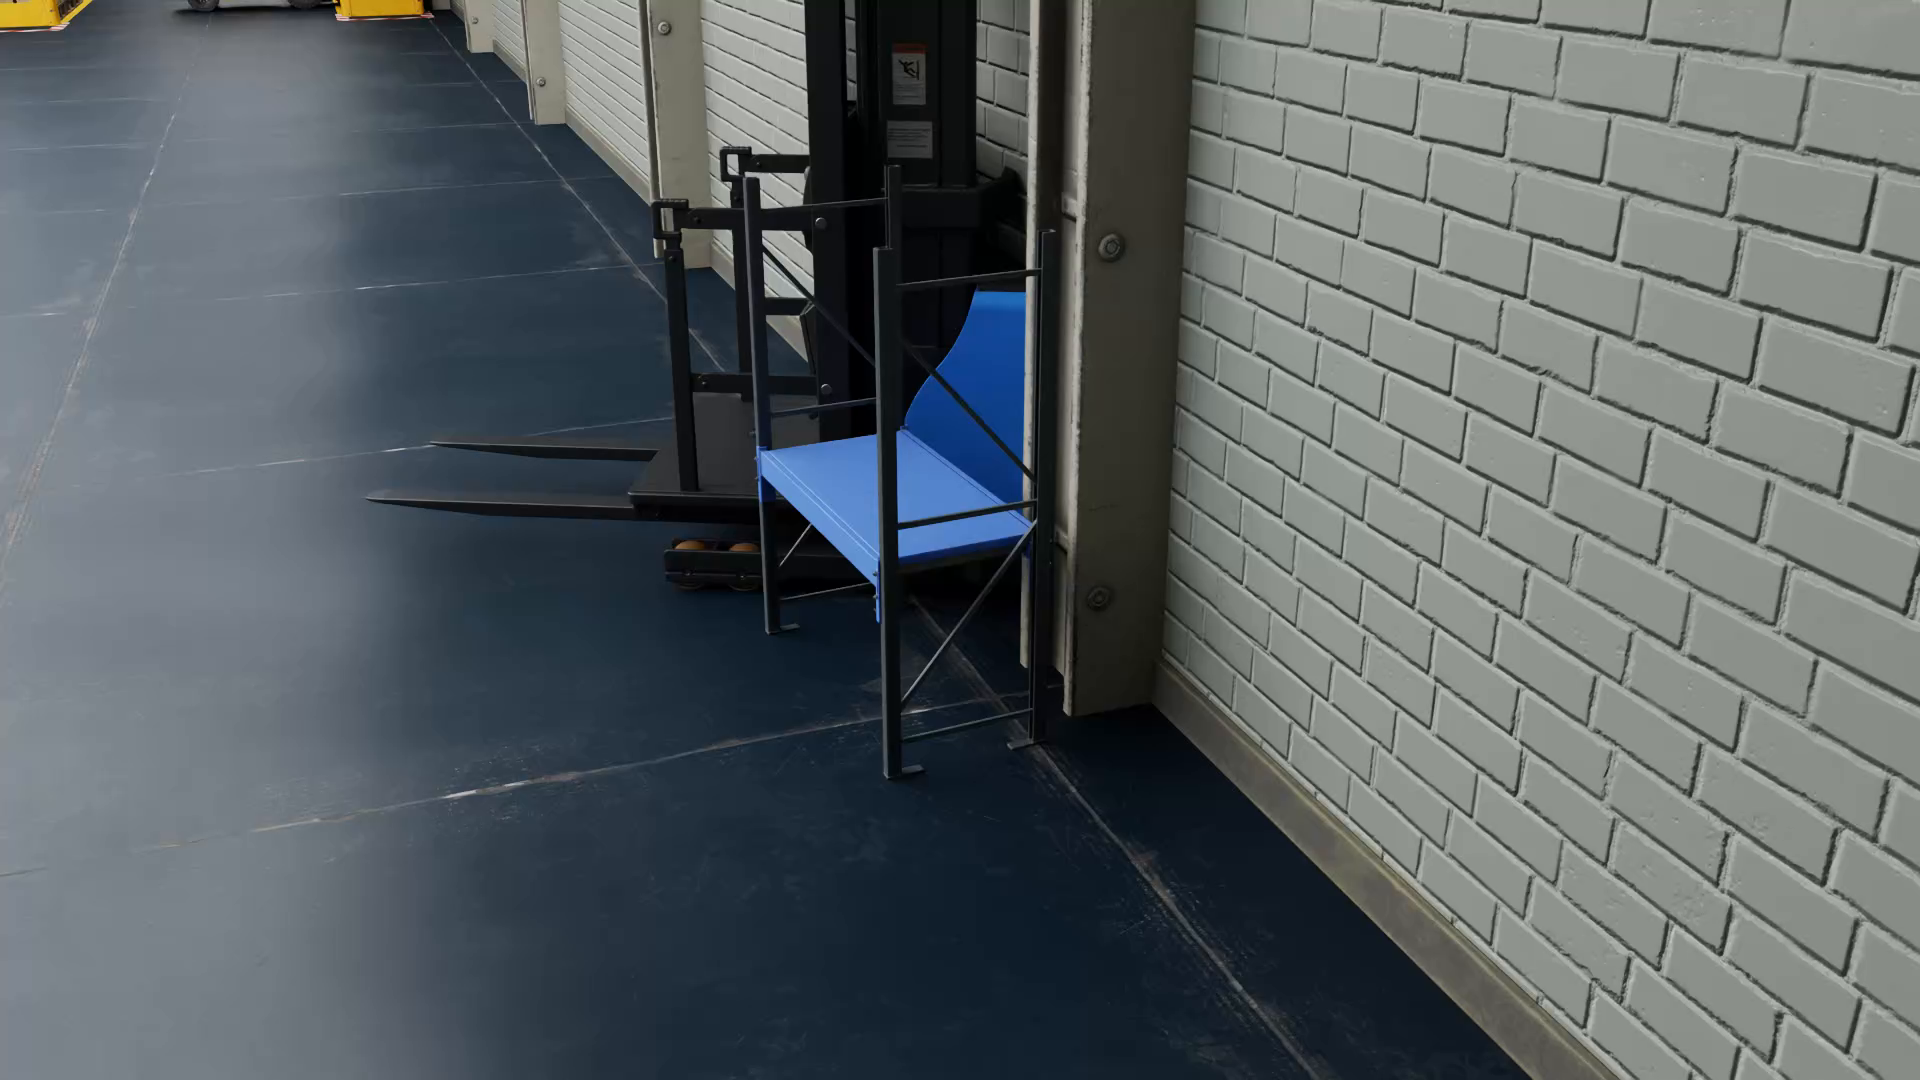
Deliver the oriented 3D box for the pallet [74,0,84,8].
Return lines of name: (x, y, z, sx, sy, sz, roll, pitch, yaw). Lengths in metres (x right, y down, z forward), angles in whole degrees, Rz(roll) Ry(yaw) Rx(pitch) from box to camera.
pallet: (-14.456, -8.534, 26.226, 1.003, 0.211, 1.213, -8, 24, -19)

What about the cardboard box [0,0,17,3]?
cardboard box: (-13.859, -7.797, 23.886, 0.500, 0.250, 0.500, -8, 24, -19)

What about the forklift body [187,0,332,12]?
forklift body: (-11.048, -9.335, 25.628, 2.313, 2.155, 1.214, -8, 24, -19)

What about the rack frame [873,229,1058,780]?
rack frame: (0.018, -0.065, 4.473, 0.500, 1.500, 0.032, -10, 25, -23)

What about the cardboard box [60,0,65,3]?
cardboard box: (-13.513, -8.049, 24.484, 0.500, 0.250, 0.500, -7, 24, -17)

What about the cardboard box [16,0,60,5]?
cardboard box: (-13.340, -7.862, 24.041, 0.500, 0.250, 0.500, -9, 24, -19)

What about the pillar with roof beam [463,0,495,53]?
pillar with roof beam: (-9.982, -9.657, 17.577, 9.100, 9.000, 0.400, -8, 24, -19)

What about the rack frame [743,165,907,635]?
rack frame: (-0.414, -0.423, 5.322, 0.500, 1.500, 0.032, -10, 25, -23)

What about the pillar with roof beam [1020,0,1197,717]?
pillar with roof beam: (-3.623, -3.117, 2.059, 9.100, 9.000, 0.400, -8, 24, -19)

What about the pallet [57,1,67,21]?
pallet: (-13.594, -7.647, 24.122, 1.003, 0.211, 1.213, -8, 24, -19)

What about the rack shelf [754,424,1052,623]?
rack shelf: (-0.198, -0.078, 4.967, 0.538, 0.185, 1.000, -10, 25, -23)

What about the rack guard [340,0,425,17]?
rack guard: (-8.663, -8.126, 24.887, 1.175, 0.500, 0.348, -8, 24, -19)

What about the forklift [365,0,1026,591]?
forklift: (-0.623, -1.373, 5.733, 3.031, 2.935, 1.130, 2, 23, 5)

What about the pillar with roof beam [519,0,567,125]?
pillar with roof beam: (-7.862, -7.477, 12.404, 9.100, 9.000, 0.400, -8, 24, -19)

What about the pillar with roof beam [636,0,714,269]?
pillar with roof beam: (-5.743, -5.297, 7.232, 9.100, 9.000, 0.400, -8, 24, -19)

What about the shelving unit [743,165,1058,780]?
shelving unit: (-0.198, -0.244, 4.897, 0.538, 1.500, 1.048, -10, 25, -23)

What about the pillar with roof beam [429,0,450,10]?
pillar with roof beam: (-12.102, -11.838, 22.749, 9.100, 9.000, 0.400, -8, 24, -19)

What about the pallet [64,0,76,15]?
pallet: (-14.022, -8.090, 25.172, 1.003, 0.211, 1.213, -8, 24, -19)

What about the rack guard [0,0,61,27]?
rack guard: (-13.340, -7.480, 23.354, 1.175, 0.500, 0.348, -8, 24, -19)
